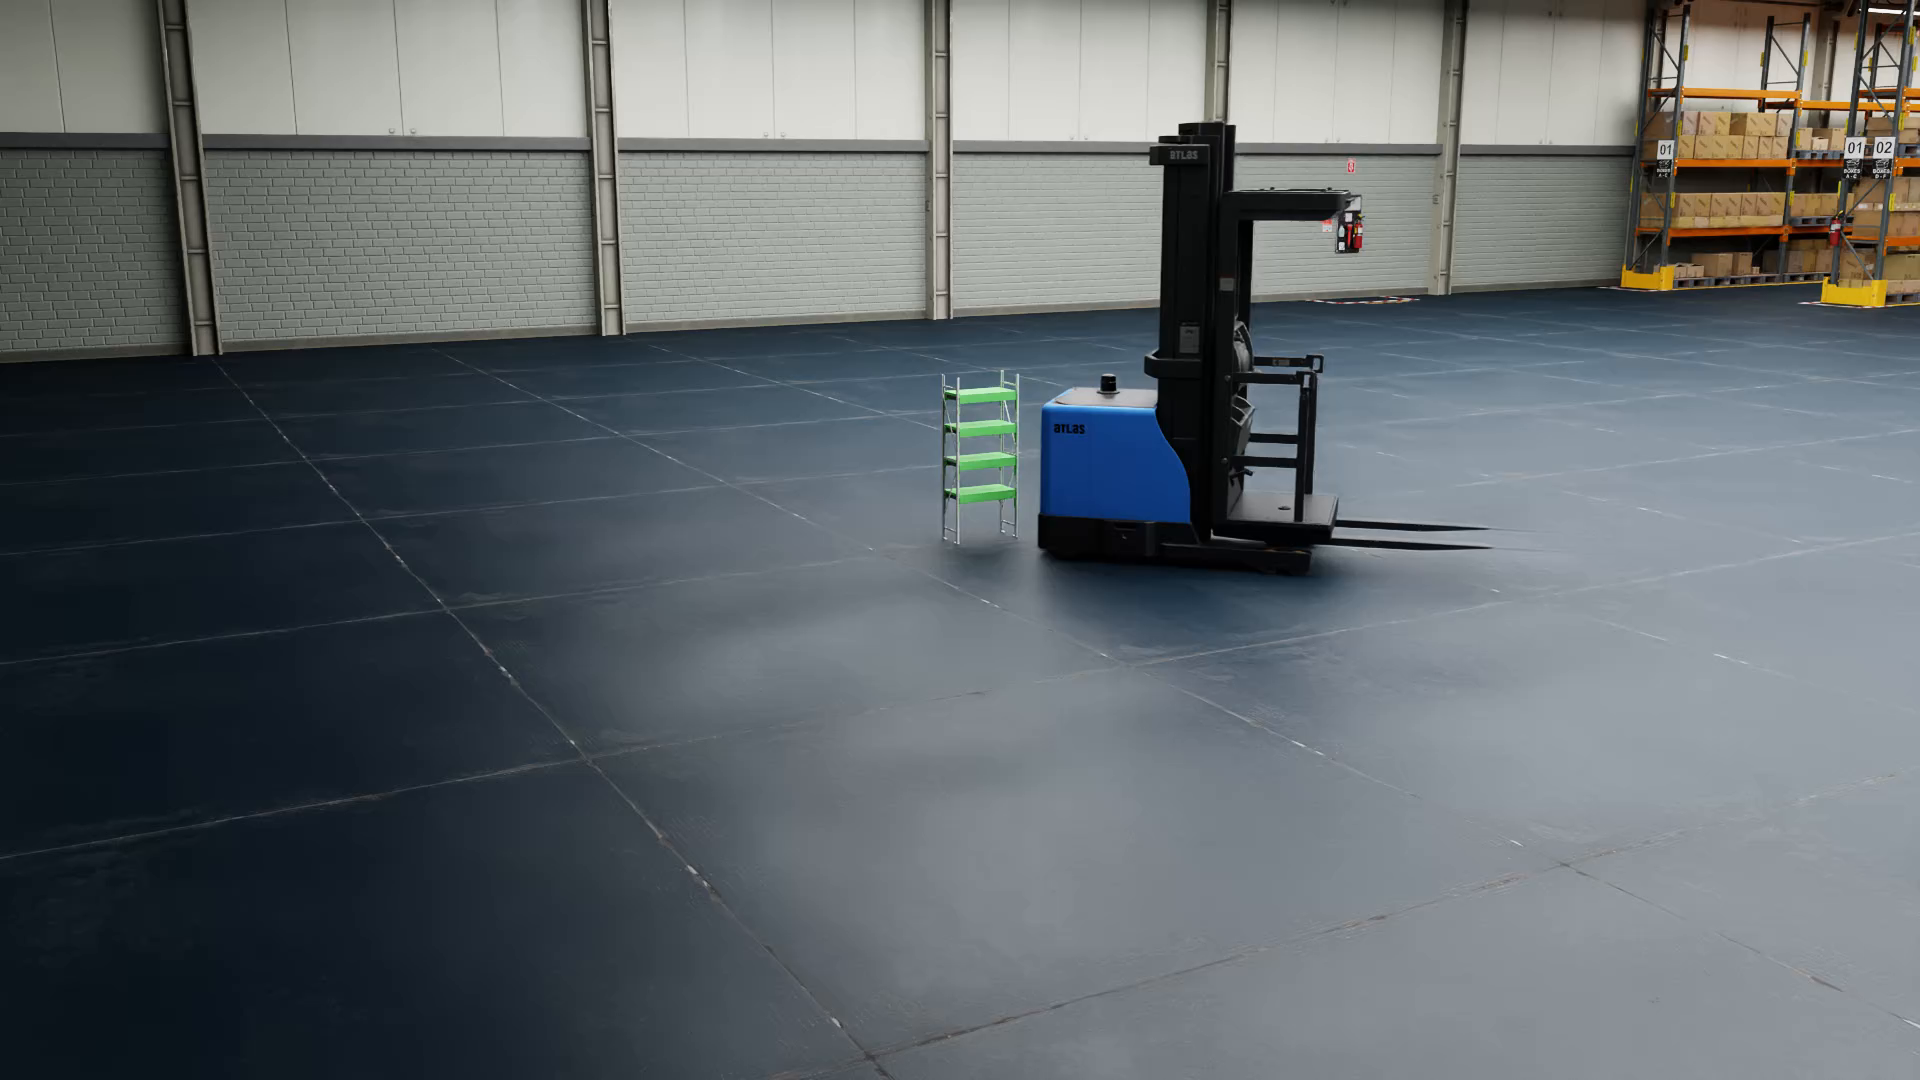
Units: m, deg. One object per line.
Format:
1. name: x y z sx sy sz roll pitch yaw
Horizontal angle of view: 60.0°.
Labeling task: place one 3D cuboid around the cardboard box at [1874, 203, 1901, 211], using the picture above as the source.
1. cardboard box: 18.054 -6.483 32.377 0.250 0.149 0.380 -7 14 -28

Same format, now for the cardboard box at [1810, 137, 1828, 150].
1. cardboard box: 19.799 -9.224 38.680 0.500 0.311 0.500 -6 14 -26

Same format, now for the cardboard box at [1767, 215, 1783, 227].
1. cardboard box: 18.470 -7.321 38.104 0.500 0.250 0.500 -7 14 -28

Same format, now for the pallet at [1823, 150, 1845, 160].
1. pallet: 20.242 -9.019 38.946 1.003 0.211 1.213 -7 14 -28

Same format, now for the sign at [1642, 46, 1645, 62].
1. sign: 14.982 -10.641 36.407 0.005 0.325 0.100 -7 14 -28

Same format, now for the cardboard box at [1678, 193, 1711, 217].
1. cardboard box: 16.231 -7.417 36.821 0.500 0.500 0.500 -7 14 -28

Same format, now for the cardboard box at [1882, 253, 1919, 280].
1. cardboard box: 18.622 -5.413 32.929 0.500 0.500 0.500 -7 14 -28

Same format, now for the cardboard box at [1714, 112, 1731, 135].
1. cardboard box: 16.593 -9.174 36.661 0.500 0.500 0.500 -6 14 -26

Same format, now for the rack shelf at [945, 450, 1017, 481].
1. rack shelf: 0.145 -0.540 12.069 0.480 0.148 0.258 -7 14 -28

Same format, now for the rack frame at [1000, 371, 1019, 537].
1. rack frame: 0.359 -0.628 12.169 0.015 1.200 0.240 -7 14 -28

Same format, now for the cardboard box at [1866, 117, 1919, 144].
1. cardboard box: 18.113 -7.964 32.323 0.637 0.503 0.797 -6 14 -24

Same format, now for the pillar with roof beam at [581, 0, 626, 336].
1. pillar with roof beam: -3.573 -6.884 22.204 0.400 9.000 9.100 -7 14 -28

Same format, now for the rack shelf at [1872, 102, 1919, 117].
1. rack shelf: 24.007 -10.505 40.839 4.000 0.370 1.077 -7 14 -28

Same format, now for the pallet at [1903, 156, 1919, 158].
1. pallet: 22.791 -9.363 40.478 1.003 0.211 1.213 -6 14 -25

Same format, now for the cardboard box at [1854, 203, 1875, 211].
1. cardboard box: 17.851 -6.560 32.720 0.250 0.149 0.380 -7 15 -29

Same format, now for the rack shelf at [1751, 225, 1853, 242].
1. rack shelf: 20.496 -7.352 39.584 4.000 0.370 1.077 -7 14 -28

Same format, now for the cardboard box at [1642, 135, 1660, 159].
1. cardboard box: 15.475 -8.686 36.770 0.500 0.500 0.500 -6 14 -24

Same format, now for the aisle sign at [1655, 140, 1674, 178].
1. aisle sign: 15.310 -8.275 36.125 0.004 0.787 0.394 -7 14 -28

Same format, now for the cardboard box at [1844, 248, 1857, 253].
1. cardboard box: 21.137 -6.791 40.144 0.500 0.500 0.700 -7 14 -28

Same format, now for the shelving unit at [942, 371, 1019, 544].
1. shelving unit: 0.145 -0.603 12.055 0.503 1.200 0.258 -7 14 -28

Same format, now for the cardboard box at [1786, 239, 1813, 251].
1. cardboard box: 19.764 -6.981 39.281 0.500 0.250 0.500 -7 15 -29

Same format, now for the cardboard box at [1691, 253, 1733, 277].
1. cardboard box: 17.048 -6.250 37.740 0.500 0.500 0.700 -8 15 -31

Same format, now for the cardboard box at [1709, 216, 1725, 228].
1. cardboard box: 16.709 -7.108 37.159 0.500 0.250 0.500 -7 15 -29

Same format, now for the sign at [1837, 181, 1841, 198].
1. sign: 17.359 -6.904 32.778 0.005 0.325 0.100 -7 14 -28

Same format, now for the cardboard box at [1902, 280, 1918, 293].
1. cardboard box: 18.621 -5.048 33.013 0.500 0.250 0.500 -7 14 -28

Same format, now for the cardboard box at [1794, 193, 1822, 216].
1. cardboard box: 19.698 -7.860 38.975 0.500 0.500 0.700 -5 14 -22

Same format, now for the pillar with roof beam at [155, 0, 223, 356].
1. pillar with roof beam: -8.840 -6.253 19.400 0.400 9.000 9.100 -7 14 -28

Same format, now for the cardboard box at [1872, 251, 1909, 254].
1. cardboard box: 18.805 -5.569 33.619 0.500 0.500 0.500 -7 14 -28

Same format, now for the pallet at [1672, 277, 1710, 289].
1. pallet: 16.026 -5.798 37.392 1.213 0.211 1.003 -7 14 -28

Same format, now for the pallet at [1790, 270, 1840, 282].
1. pallet: 20.495 -6.344 39.816 1.213 0.211 1.003 -7 14 -28

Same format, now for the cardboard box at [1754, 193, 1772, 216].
1. cardboard box: 18.038 -7.632 37.778 0.500 0.500 0.500 -7 14 -28

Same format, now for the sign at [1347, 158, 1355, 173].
1. sign: 7.921 -7.578 33.668 0.199 0.298 0.001 -7 14 -28

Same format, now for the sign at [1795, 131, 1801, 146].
1. sign: 19.007 -9.104 37.723 0.005 0.325 0.100 -7 14 -28

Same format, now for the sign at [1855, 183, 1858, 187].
1. sign: 21.983 -8.585 40.787 0.005 0.325 0.100 -7 14 -28

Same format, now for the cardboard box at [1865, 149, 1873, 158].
1. cardboard box: 21.749 -9.215 39.551 0.500 0.311 0.500 -7 14 -28

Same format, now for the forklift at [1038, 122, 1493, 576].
1. forklift: 2.116 -1.322 11.307 3.031 2.935 1.130 3 13 15

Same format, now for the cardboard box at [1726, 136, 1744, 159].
1. cardboard box: 17.045 -8.746 37.036 0.500 0.500 0.500 -6 14 -24

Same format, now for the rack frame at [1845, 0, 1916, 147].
1. rack frame: 17.606 -9.044 31.802 0.127 3.000 1.000 -7 14 -28

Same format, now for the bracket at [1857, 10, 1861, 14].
1. bracket: 21.230 -12.601 39.409 0.430 0.232 0.235 -7 14 -28

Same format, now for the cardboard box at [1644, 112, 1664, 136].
1. cardboard box: 15.483 -9.177 36.674 0.500 0.500 0.500 -6 14 -25

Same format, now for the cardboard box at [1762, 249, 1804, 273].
1. cardboard box: 19.379 -6.568 39.155 0.500 0.500 0.700 -6 14 -26

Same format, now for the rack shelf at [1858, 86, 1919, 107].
1. rack shelf: 19.362 -8.709 32.859 4.000 0.370 1.077 -7 14 -28

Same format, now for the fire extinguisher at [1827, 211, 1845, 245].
1. fire extinguisher: 17.280 -6.157 32.811 0.183 0.674 0.296 -7 14 -28

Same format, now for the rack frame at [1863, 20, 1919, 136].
1. rack frame: 22.252 -10.840 39.782 0.127 3.000 1.000 -7 14 -28

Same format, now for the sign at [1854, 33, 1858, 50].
1. sign: 17.359 -9.645 32.162 0.005 0.325 0.100 -7 14 -28
